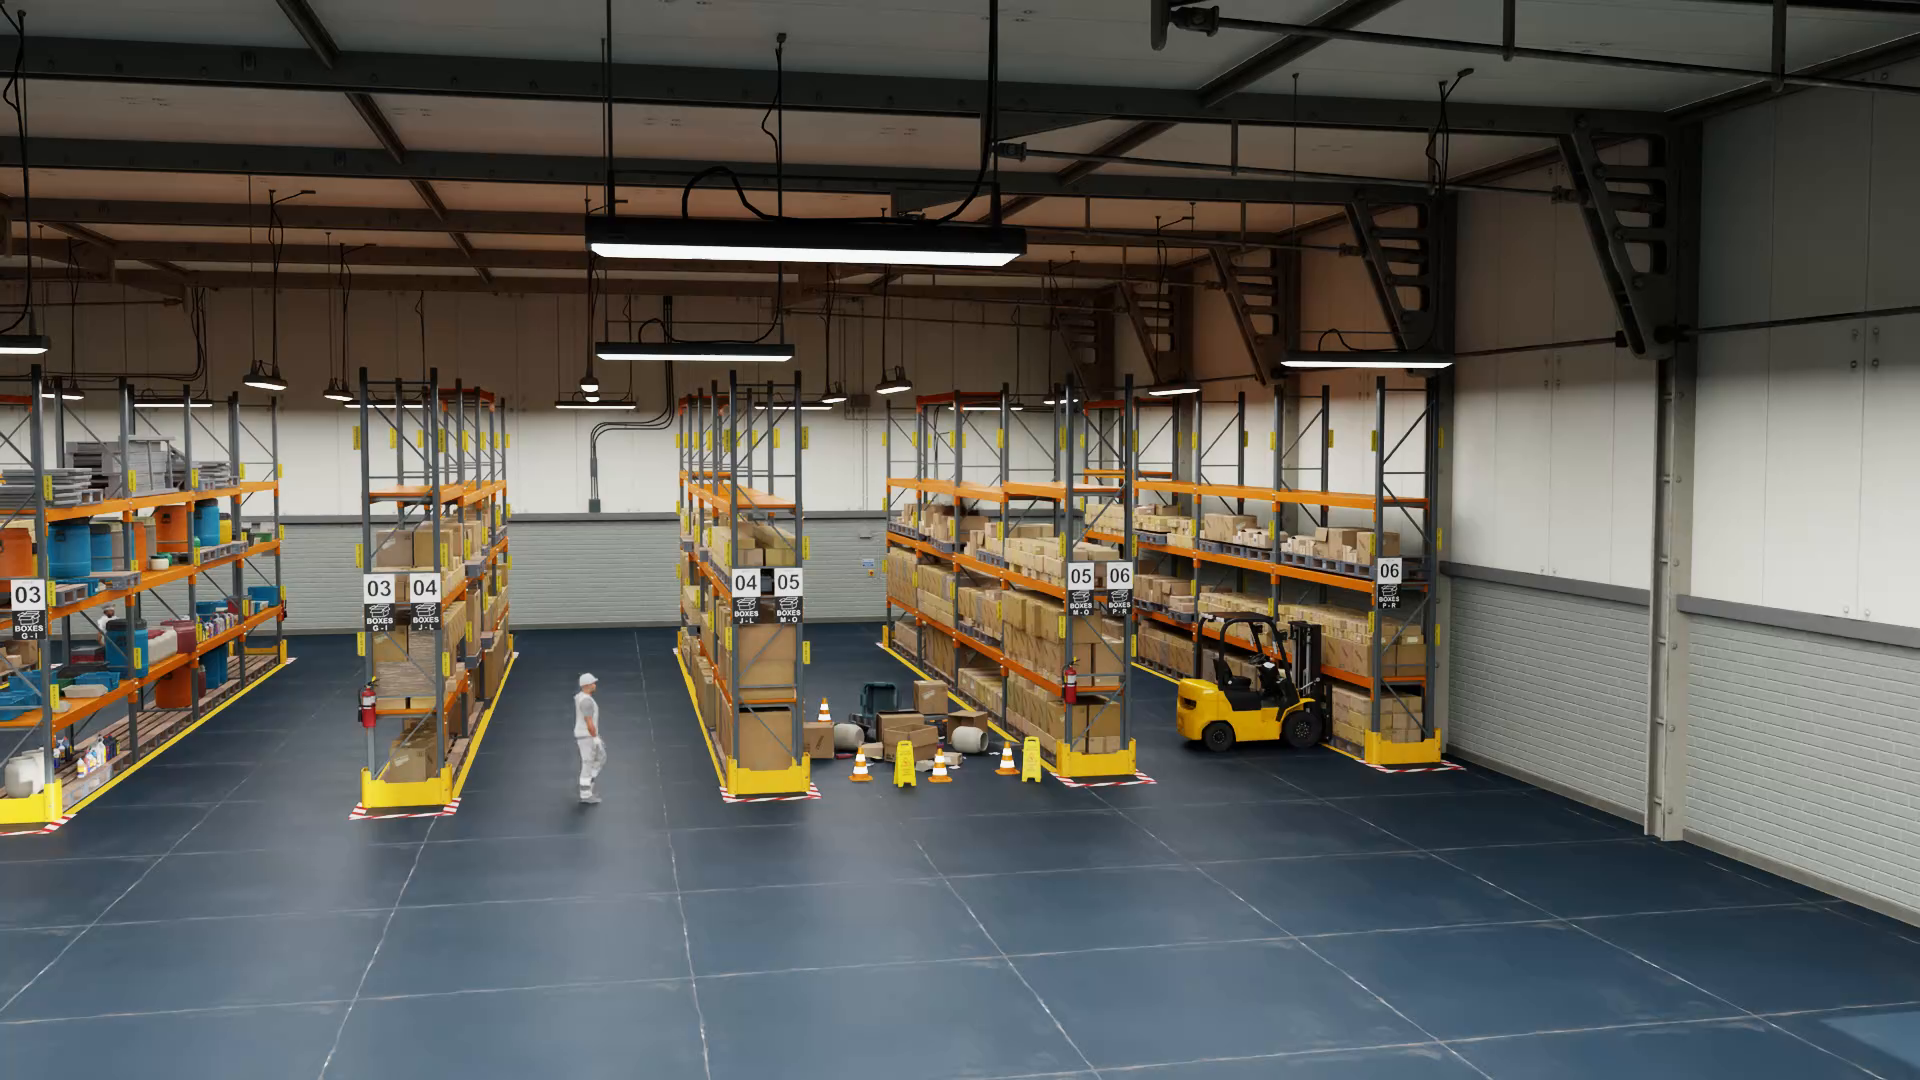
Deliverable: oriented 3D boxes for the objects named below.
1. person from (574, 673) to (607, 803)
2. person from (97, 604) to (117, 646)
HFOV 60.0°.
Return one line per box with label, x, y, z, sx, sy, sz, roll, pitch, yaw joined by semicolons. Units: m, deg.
person;-5.135;2.742;23.074;0.441;1.796;0.633;0;3;-5
person;-17.560;2.134;34.380;0.423;1.644;0.928;0;3;-8
